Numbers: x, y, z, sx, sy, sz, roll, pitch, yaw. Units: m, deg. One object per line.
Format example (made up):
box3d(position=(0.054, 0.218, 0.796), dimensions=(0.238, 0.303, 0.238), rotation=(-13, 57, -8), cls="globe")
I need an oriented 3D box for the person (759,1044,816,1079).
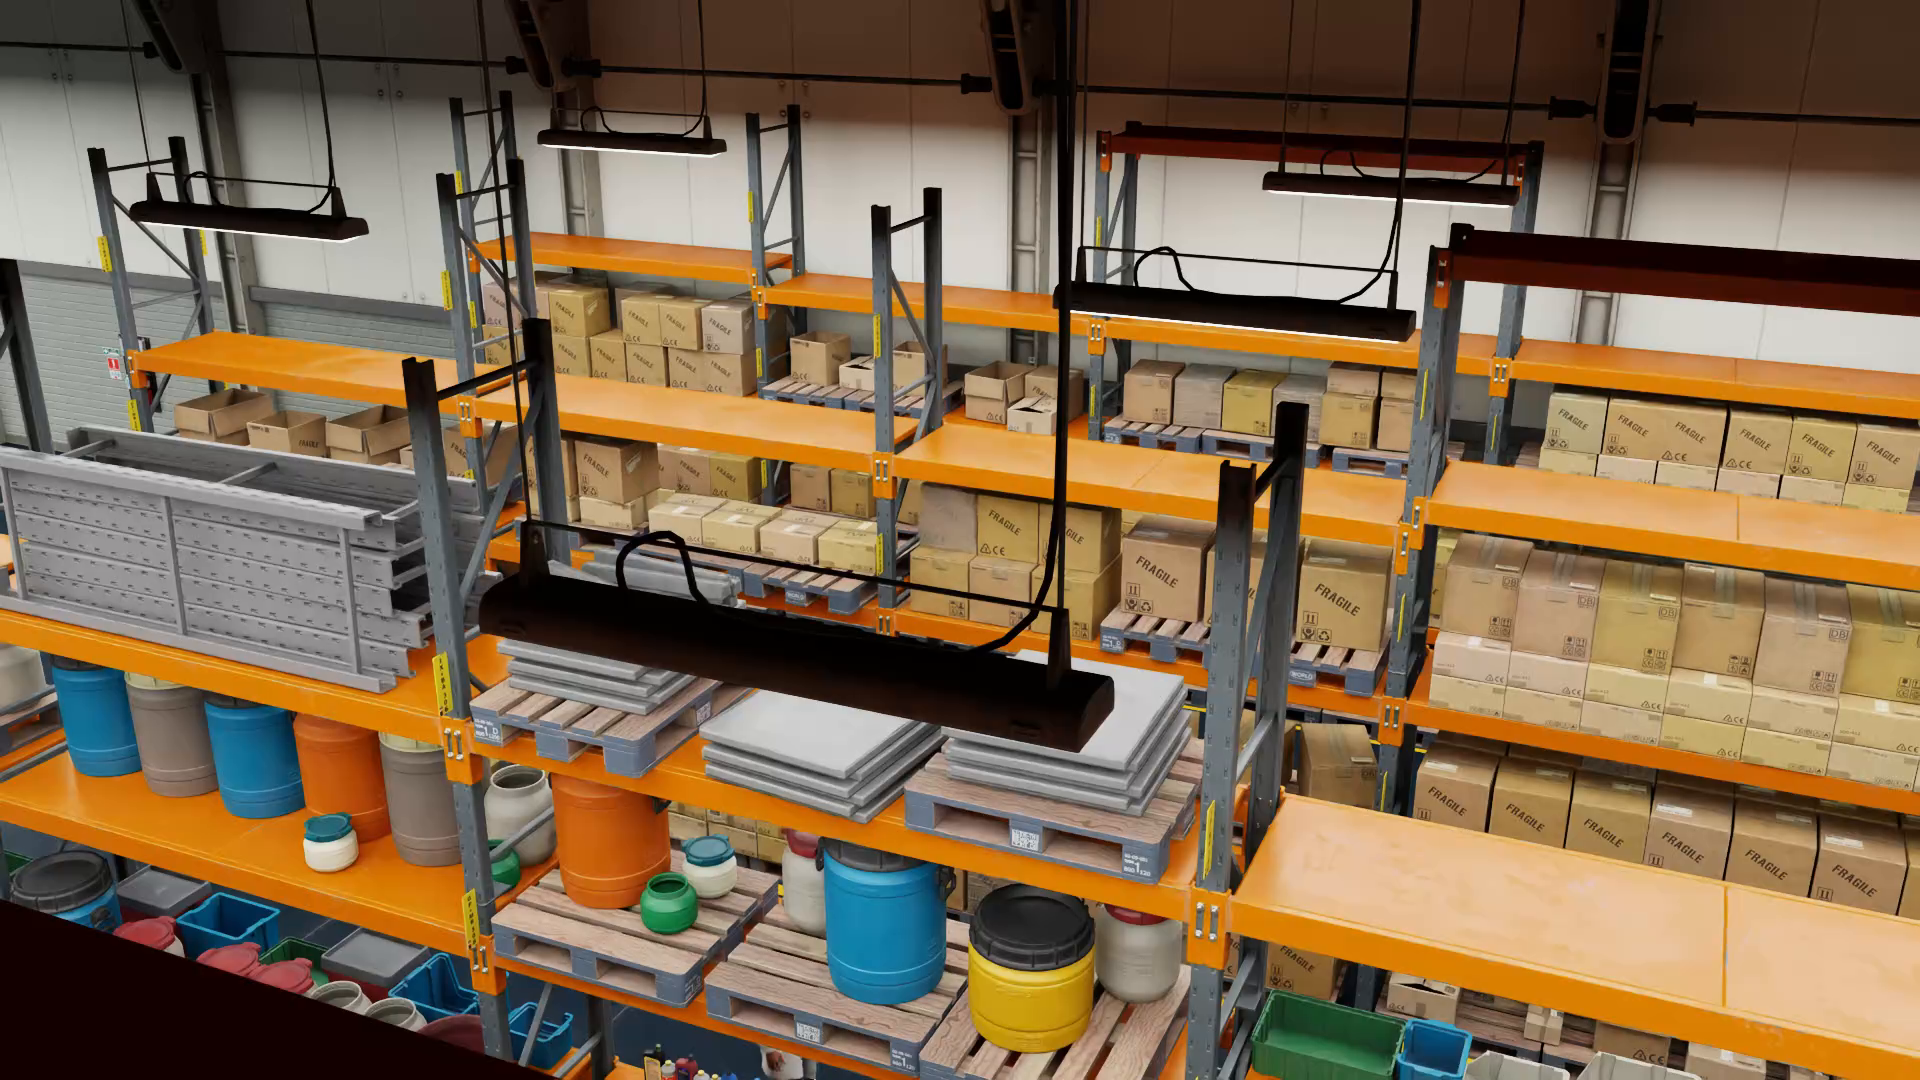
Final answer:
box3d(position=(-16.225, 0.194, 19.686), dimensions=(35.120, 1.779, 6.076), rotation=(9, 22, 22), cls="person")
